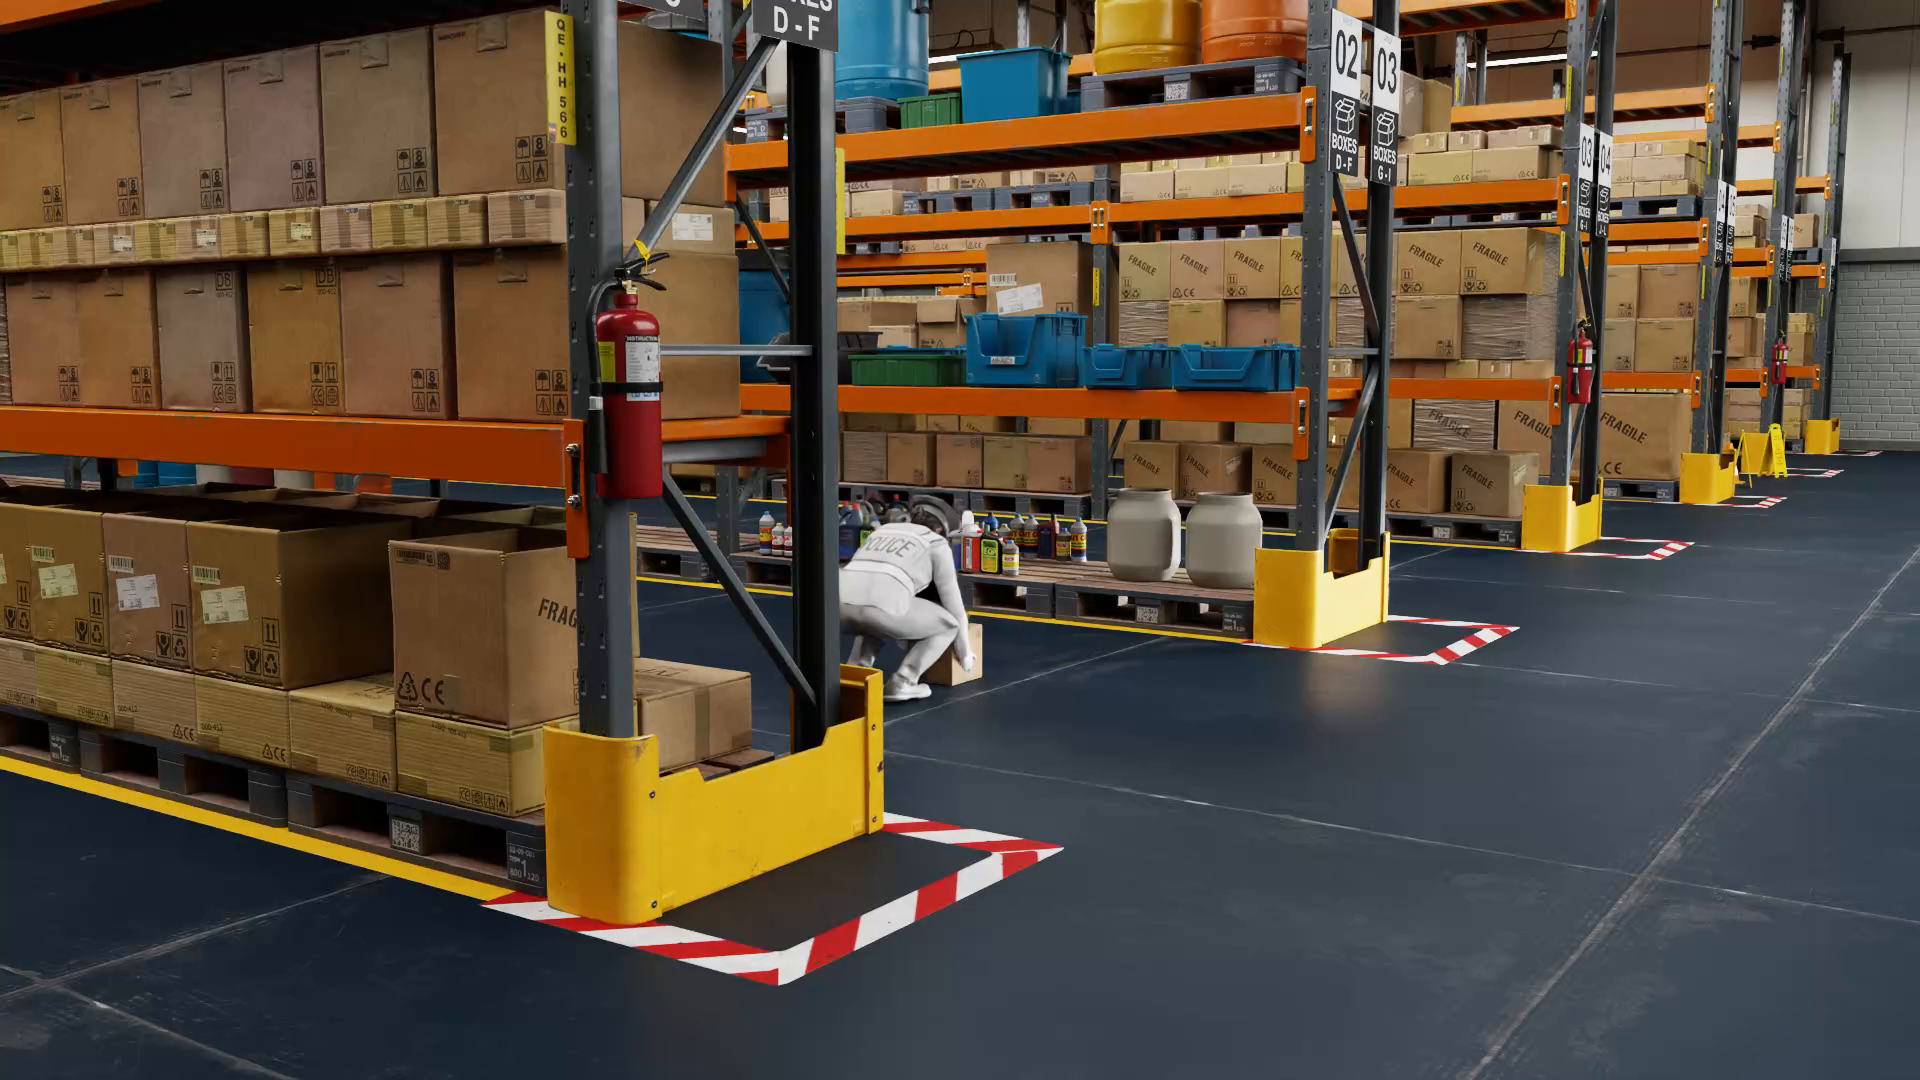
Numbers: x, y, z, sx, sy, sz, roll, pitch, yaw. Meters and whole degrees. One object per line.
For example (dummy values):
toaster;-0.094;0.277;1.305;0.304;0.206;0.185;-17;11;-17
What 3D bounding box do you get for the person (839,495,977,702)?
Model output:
person;-0.258;0.251;7.394;0.484;0.866;0.858;4;8;34
